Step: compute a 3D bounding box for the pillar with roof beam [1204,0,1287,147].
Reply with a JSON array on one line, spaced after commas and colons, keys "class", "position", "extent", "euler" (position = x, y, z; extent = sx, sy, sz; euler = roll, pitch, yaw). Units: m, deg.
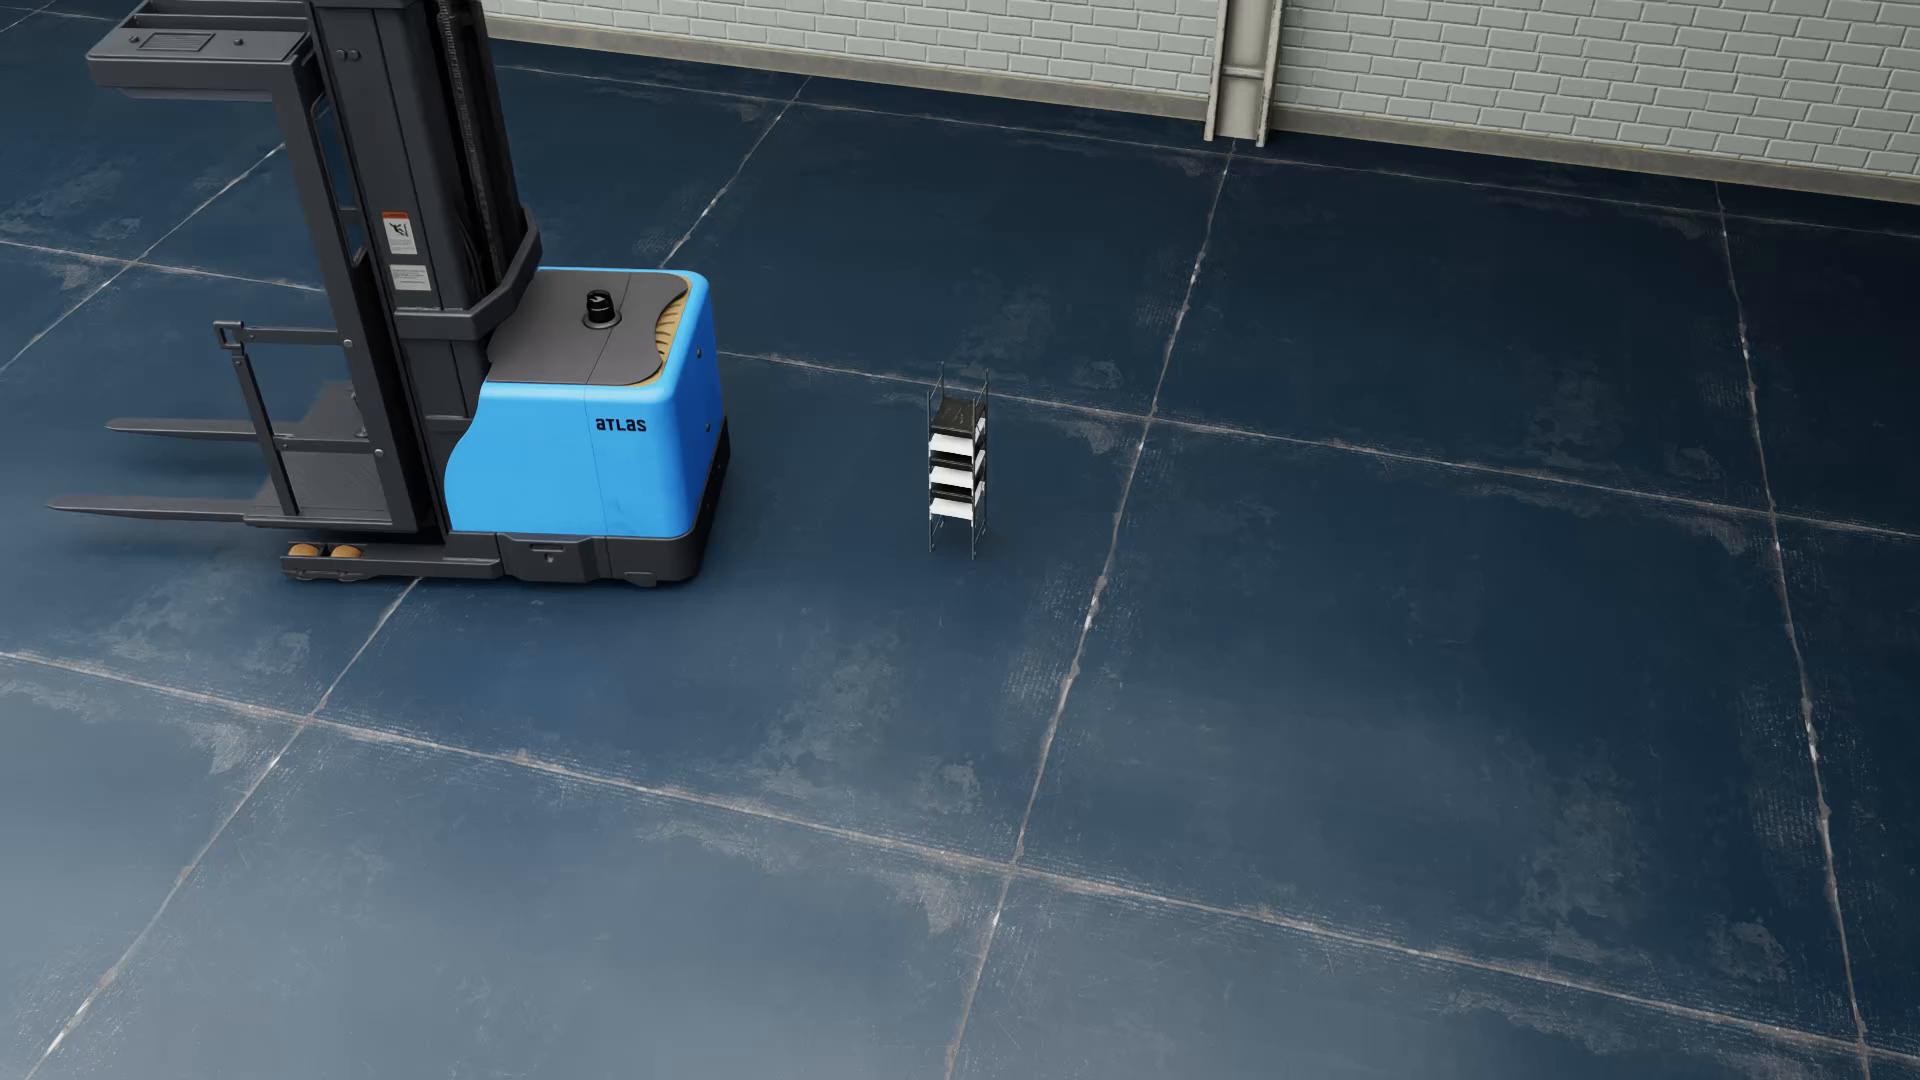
[{"class": "pillar with roof beam", "position": [0.716, -3.456, 4.892], "extent": [0.400, 9.000, 9.100], "euler": [10, 41, 11]}]

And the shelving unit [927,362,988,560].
[{"class": "shelving unit", "position": [-0.008, -0.346, 7.487], "extent": [0.210, 0.900, 0.258], "euler": [10, 41, 11]}]

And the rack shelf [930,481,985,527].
[{"class": "rack shelf", "position": [-0.008, -0.183, 7.624], "extent": [0.200, 0.077, 0.258], "euler": [10, 41, 11]}]

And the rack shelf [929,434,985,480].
[{"class": "rack shelf", "position": [-0.008, -0.389, 7.450], "extent": [0.200, 0.077, 0.258], "euler": [10, 41, 11]}]

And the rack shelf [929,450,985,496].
[{"class": "rack shelf", "position": [-0.008, -0.320, 7.508], "extent": [0.200, 0.077, 0.258], "euler": [10, 41, 11]}]

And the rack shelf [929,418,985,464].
[{"class": "rack shelf", "position": [-0.008, -0.458, 7.392], "extent": [0.200, 0.077, 0.258], "euler": [10, 41, 11]}]

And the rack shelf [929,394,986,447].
[{"class": "rack shelf", "position": [-0.008, -0.527, 7.335], "extent": [0.200, 0.077, 0.258], "euler": [10, 41, 11]}]

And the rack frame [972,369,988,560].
[{"class": "rack frame", "position": [0.090, -0.329, 7.467], "extent": [0.006, 0.900, 0.240], "euler": [10, 41, 11]}]

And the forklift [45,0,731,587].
[{"class": "forklift", "position": [-2.662, -1.270, 7.008], "extent": [3.031, 2.935, 1.130], "euler": [2, 40, 2]}]

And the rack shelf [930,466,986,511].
[{"class": "rack shelf", "position": [-0.008, -0.252, 7.566], "extent": [0.200, 0.077, 0.258], "euler": [10, 41, 11]}]

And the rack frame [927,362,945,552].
[{"class": "rack frame", "position": [-0.106, -0.363, 7.507], "extent": [0.006, 0.900, 0.240], "euler": [10, 41, 11]}]
